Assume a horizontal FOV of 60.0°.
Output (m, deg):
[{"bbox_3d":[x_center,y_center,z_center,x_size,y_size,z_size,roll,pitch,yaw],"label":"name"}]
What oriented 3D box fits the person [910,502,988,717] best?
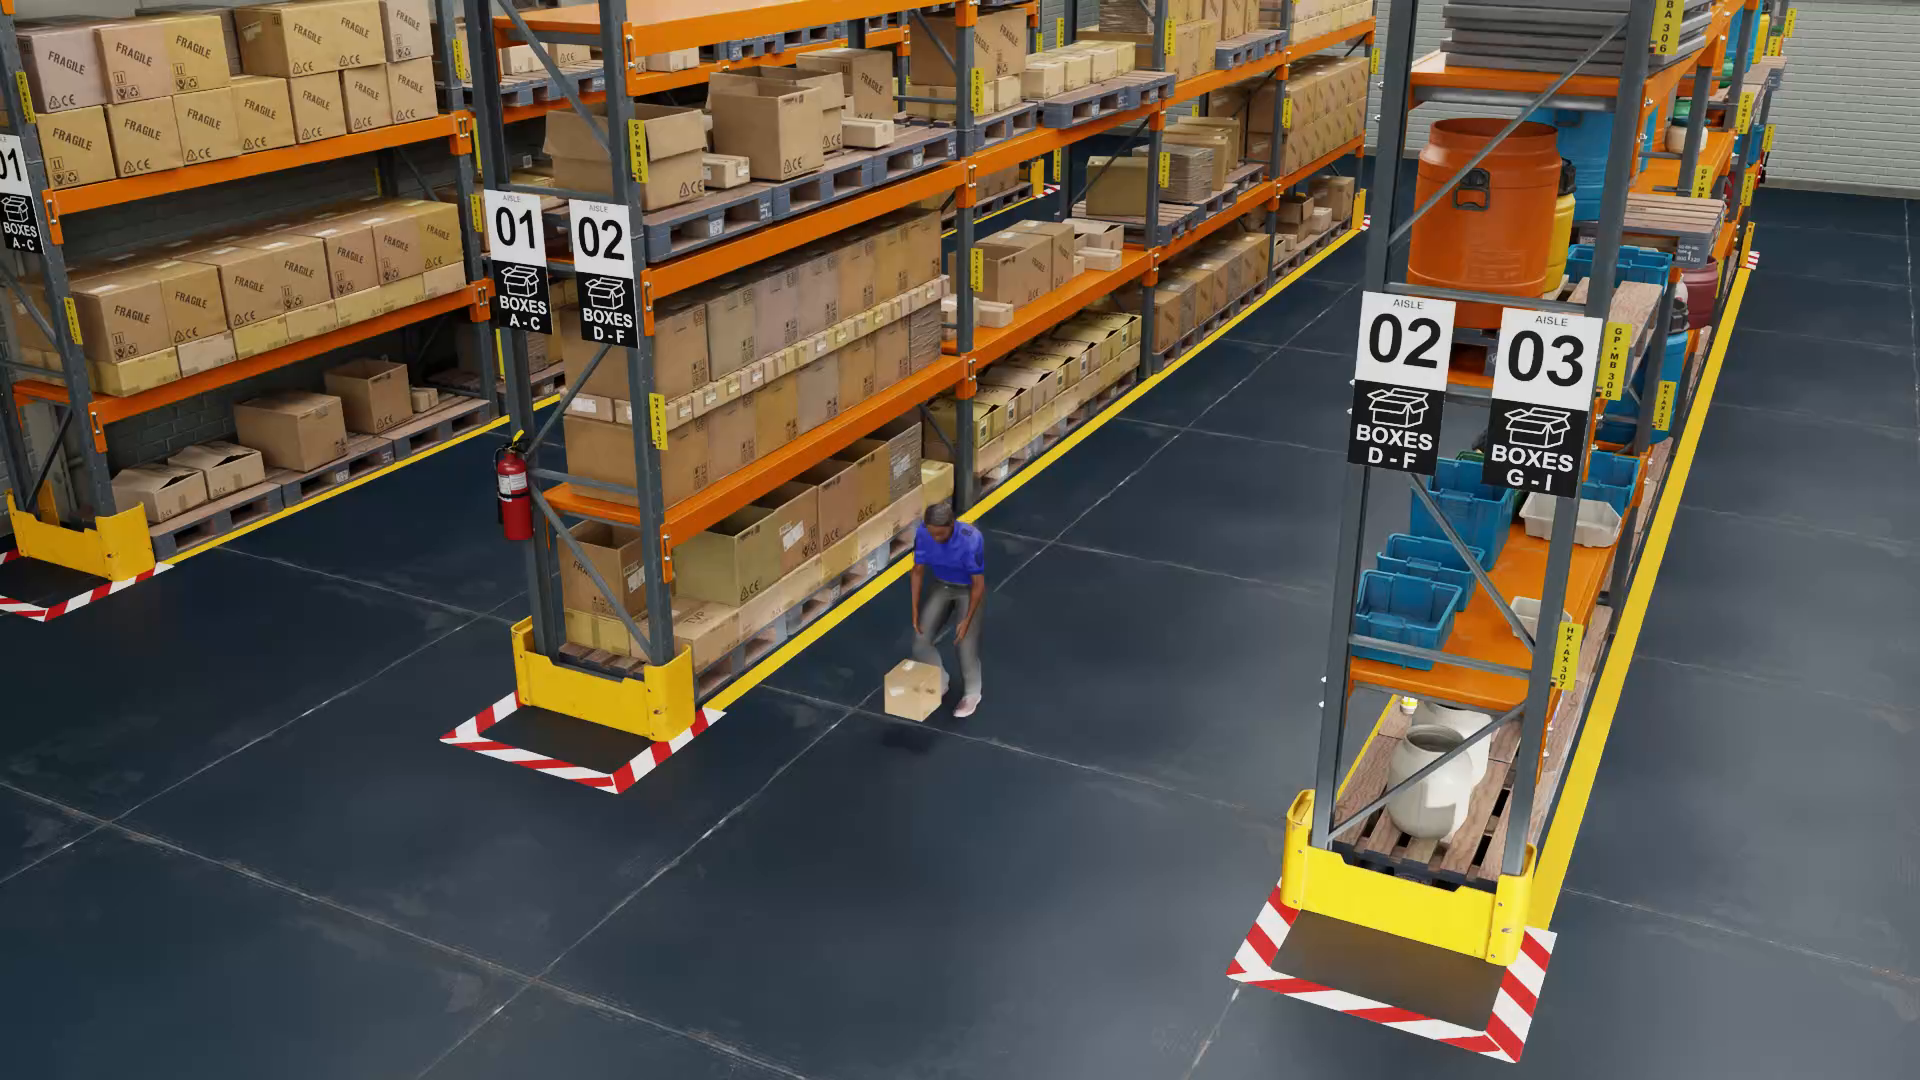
[{"bbox_3d":[-0.042,0.385,10.115,0.492,1.442,0.576,11,25,25],"label":"person"}]
